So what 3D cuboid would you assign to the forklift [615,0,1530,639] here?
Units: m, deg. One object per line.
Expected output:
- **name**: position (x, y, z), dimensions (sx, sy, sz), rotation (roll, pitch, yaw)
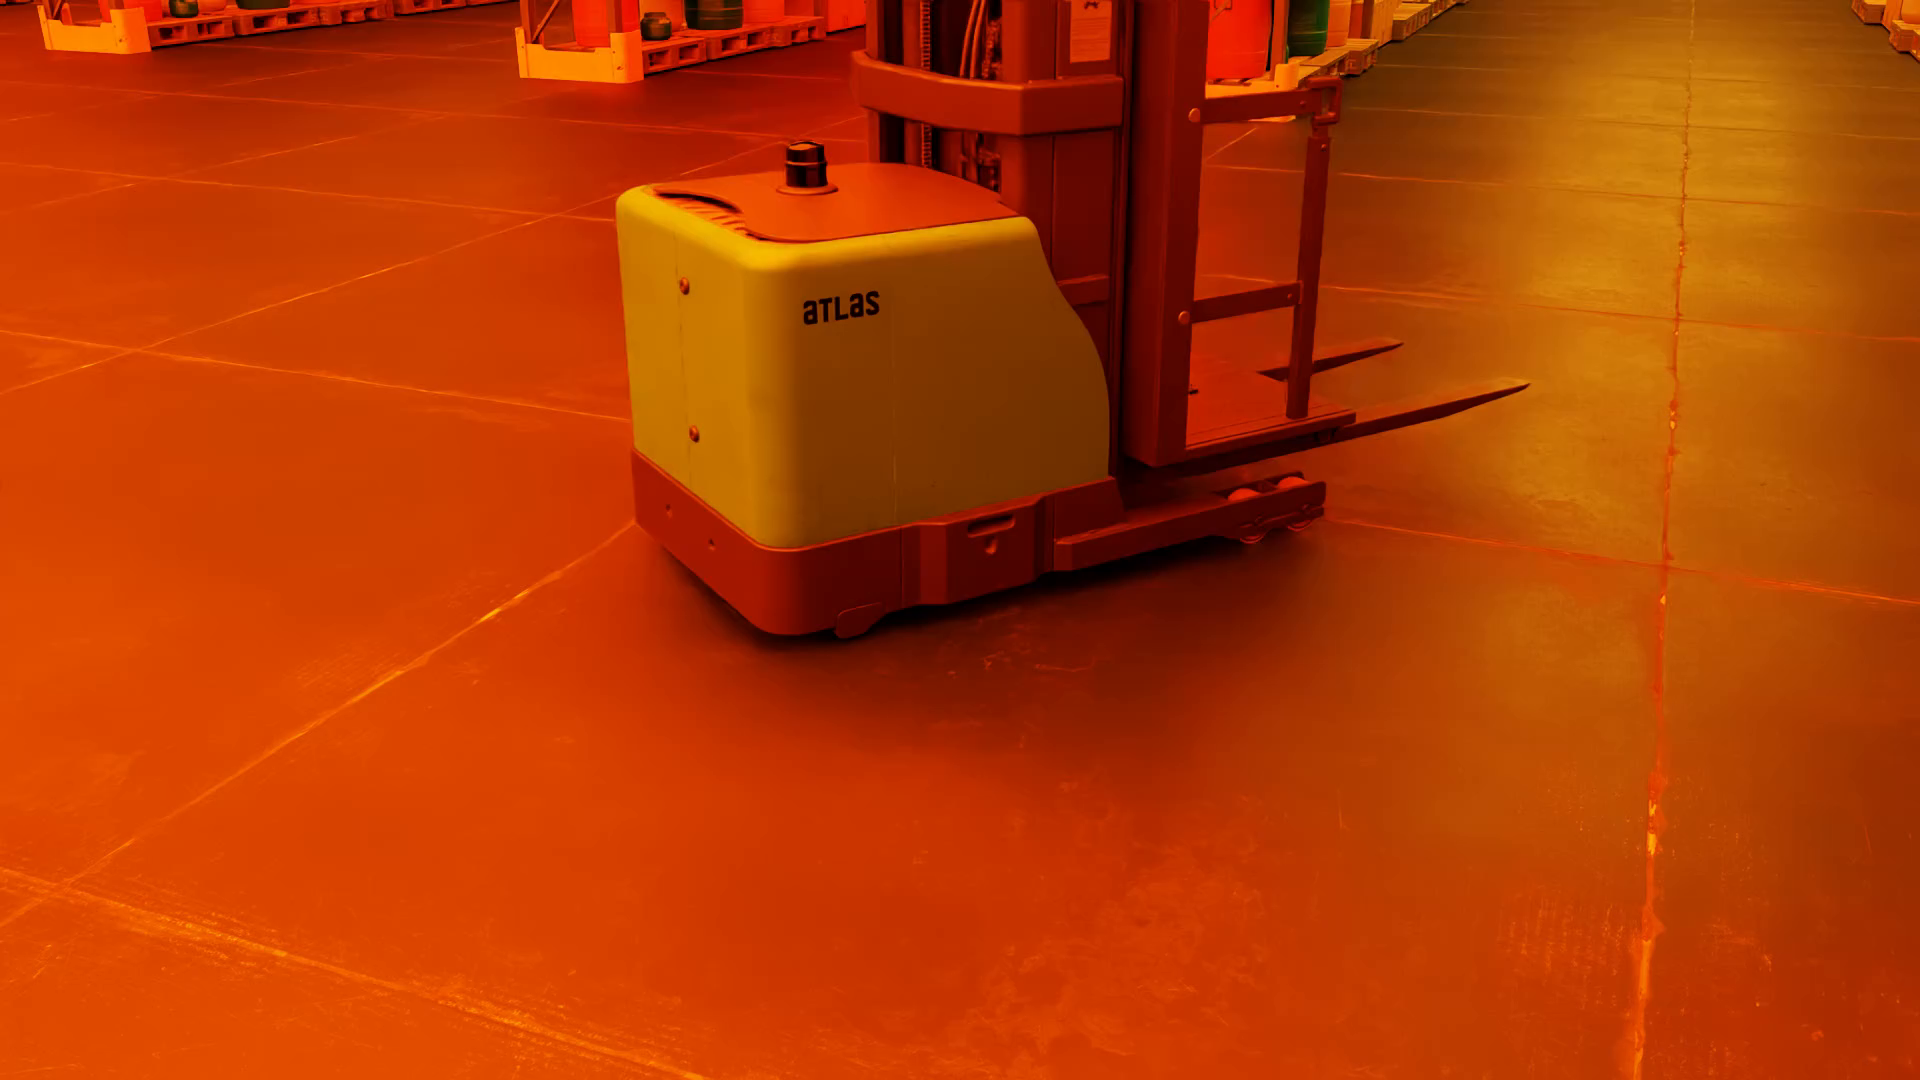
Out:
- **forklift**: position (0.537, -1.500, 4.881), dimensions (3.031, 2.935, 1.130), rotation (-13, 26, -29)
